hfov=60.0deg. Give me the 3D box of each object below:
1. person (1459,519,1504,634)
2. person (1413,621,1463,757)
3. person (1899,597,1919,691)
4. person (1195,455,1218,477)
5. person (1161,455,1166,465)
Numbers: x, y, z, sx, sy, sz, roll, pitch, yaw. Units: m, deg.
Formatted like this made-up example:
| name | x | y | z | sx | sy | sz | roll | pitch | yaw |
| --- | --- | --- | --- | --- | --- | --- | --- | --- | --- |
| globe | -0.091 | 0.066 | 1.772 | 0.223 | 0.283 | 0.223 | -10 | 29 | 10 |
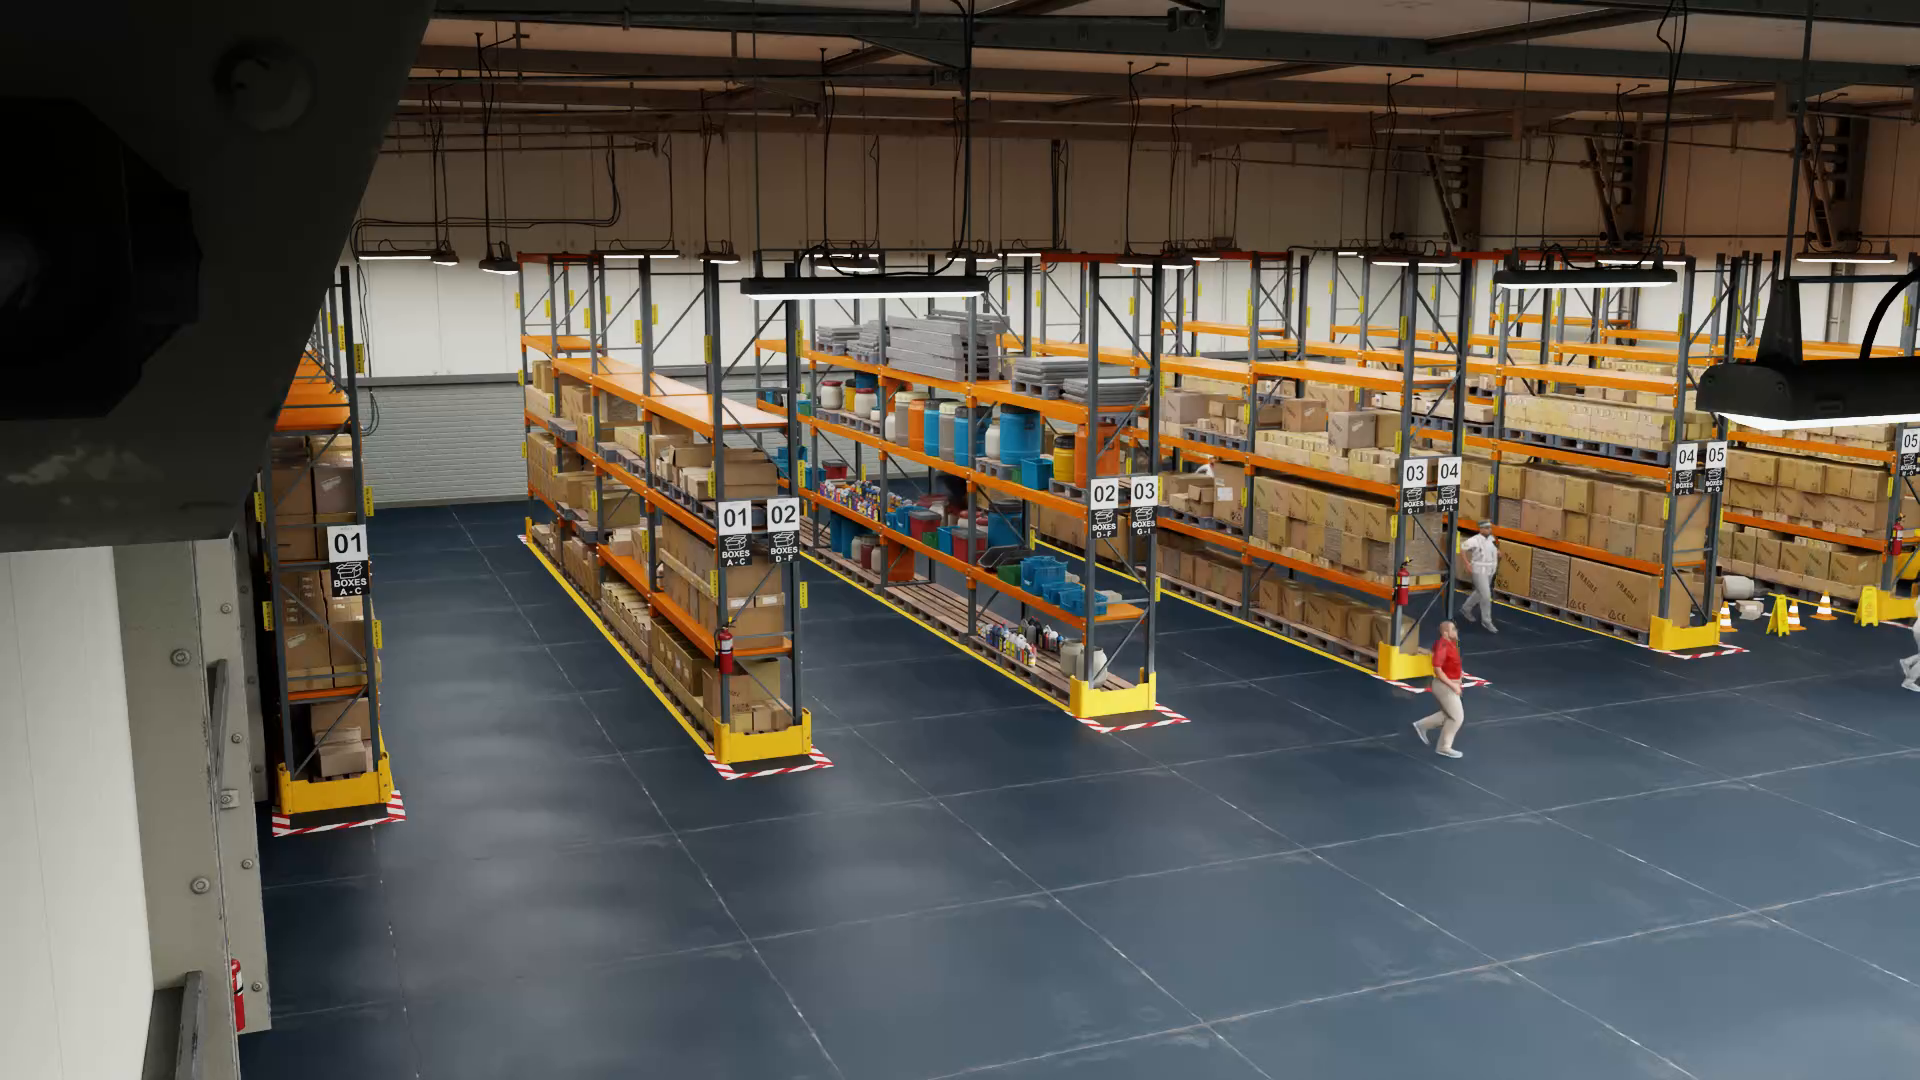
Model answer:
| name | x | y | z | sx | sy | sz | roll | pitch | yaw |
| --- | --- | --- | --- | --- | --- | --- | --- | --- | --- |
| person | 8.506 | 0.546 | 27.076 | 0.646 | 1.822 | 0.870 | -8 | 13 | -36 |
| person | 5.911 | 1.822 | 20.459 | 0.612 | 1.702 | 0.658 | 2 | 11 | 13 |
| person | 13.611 | 1.309 | 23.351 | 0.555 | 1.660 | 0.650 | 6 | 12 | 29 |
| person | 5.389 | -1.034 | 35.882 | 0.672 | 1.737 | 0.587 | -6 | 12 | -28 |
| person | 4.967 | -2.048 | 41.738 | 0.856 | 1.609 | 0.592 | -3 | 11 | -18 |
